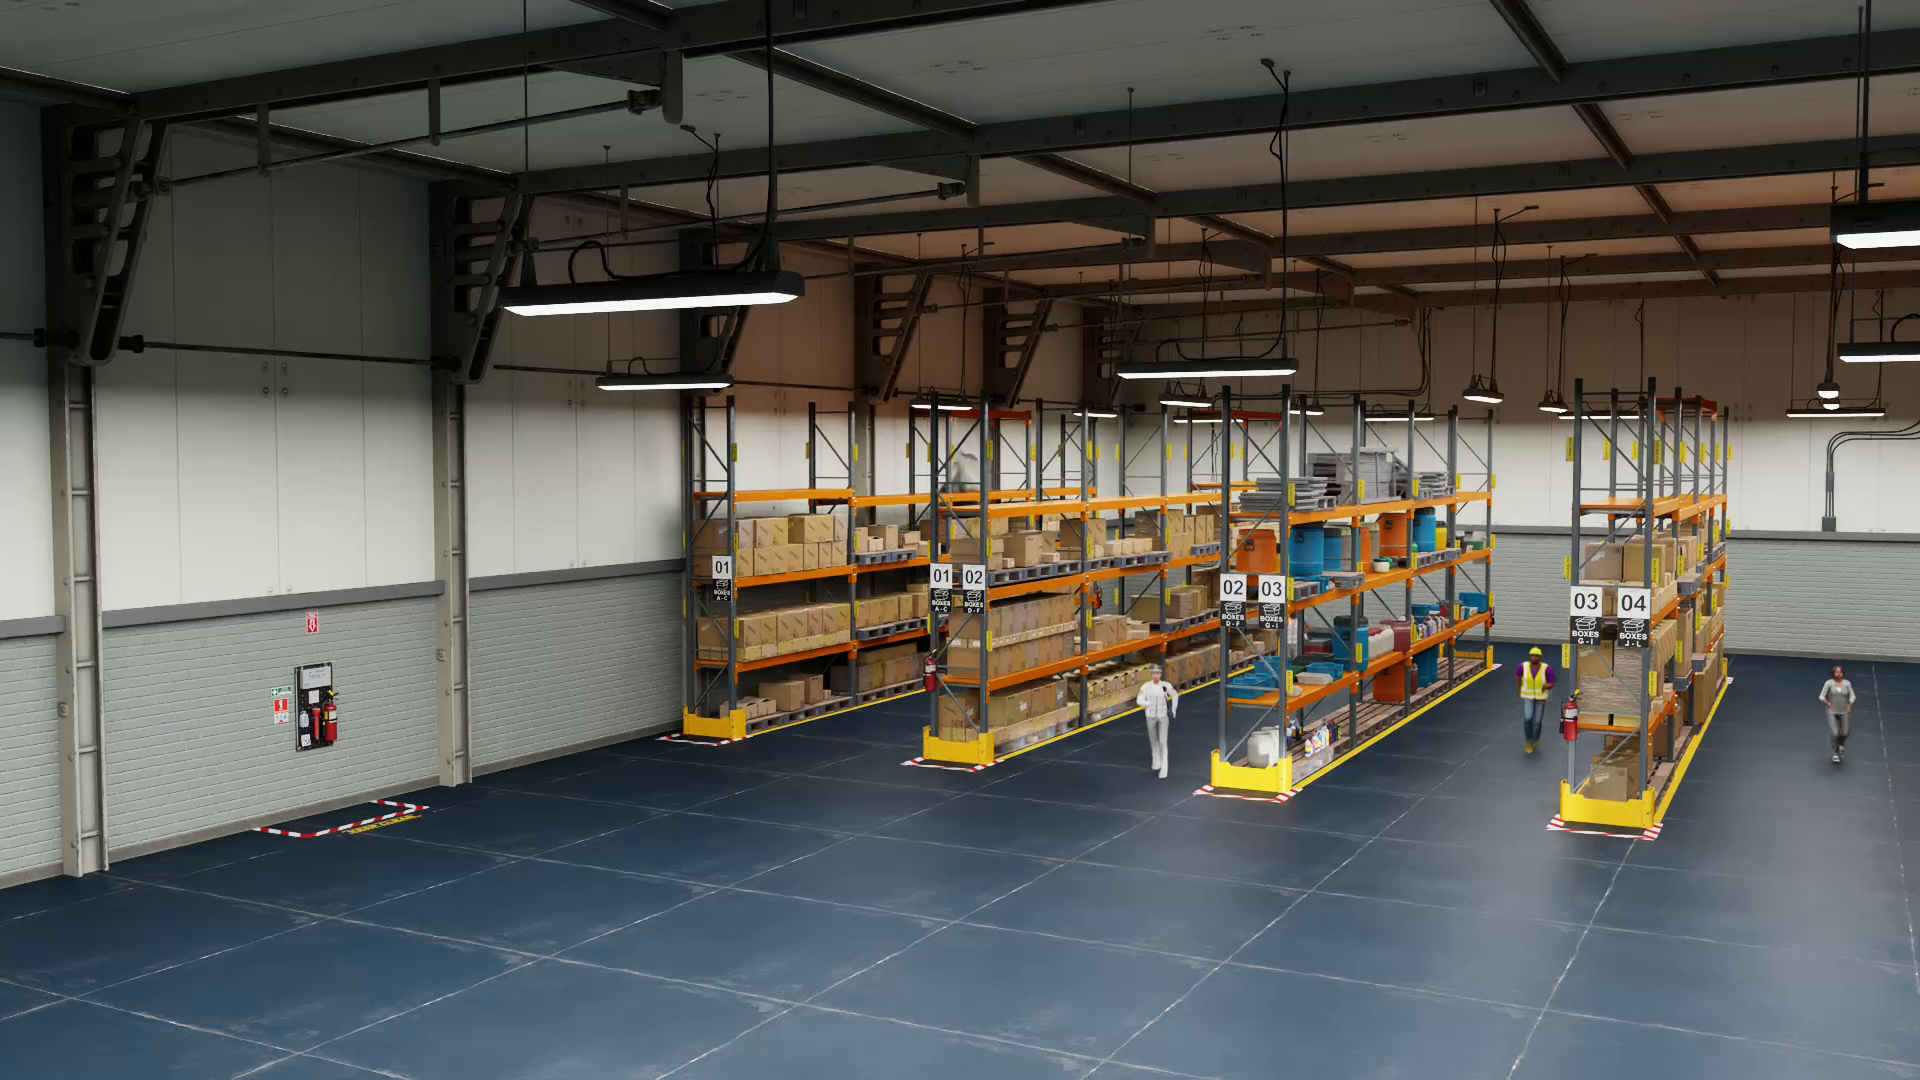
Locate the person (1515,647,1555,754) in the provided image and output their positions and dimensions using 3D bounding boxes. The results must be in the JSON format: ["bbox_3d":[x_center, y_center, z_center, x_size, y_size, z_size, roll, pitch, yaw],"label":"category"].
[{"bbox_3d":[9.608,2.677,27.786,0.607,1.801,0.840,1,3,15],"label":"person"}]

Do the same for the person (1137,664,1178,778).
[{"bbox_3d":[3.043,2.755,25.721,0.614,1.691,0.929,1,3,14],"label":"person"}]

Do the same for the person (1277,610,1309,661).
[{"bbox_3d":[7.054,2.222,35.267,0.675,1.786,0.967,1,3,14],"label":"person"}]

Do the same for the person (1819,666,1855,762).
[{"bbox_3d":[14.188,2.808,26.884,0.531,1.552,0.555,1,3,21],"label":"person"}]
